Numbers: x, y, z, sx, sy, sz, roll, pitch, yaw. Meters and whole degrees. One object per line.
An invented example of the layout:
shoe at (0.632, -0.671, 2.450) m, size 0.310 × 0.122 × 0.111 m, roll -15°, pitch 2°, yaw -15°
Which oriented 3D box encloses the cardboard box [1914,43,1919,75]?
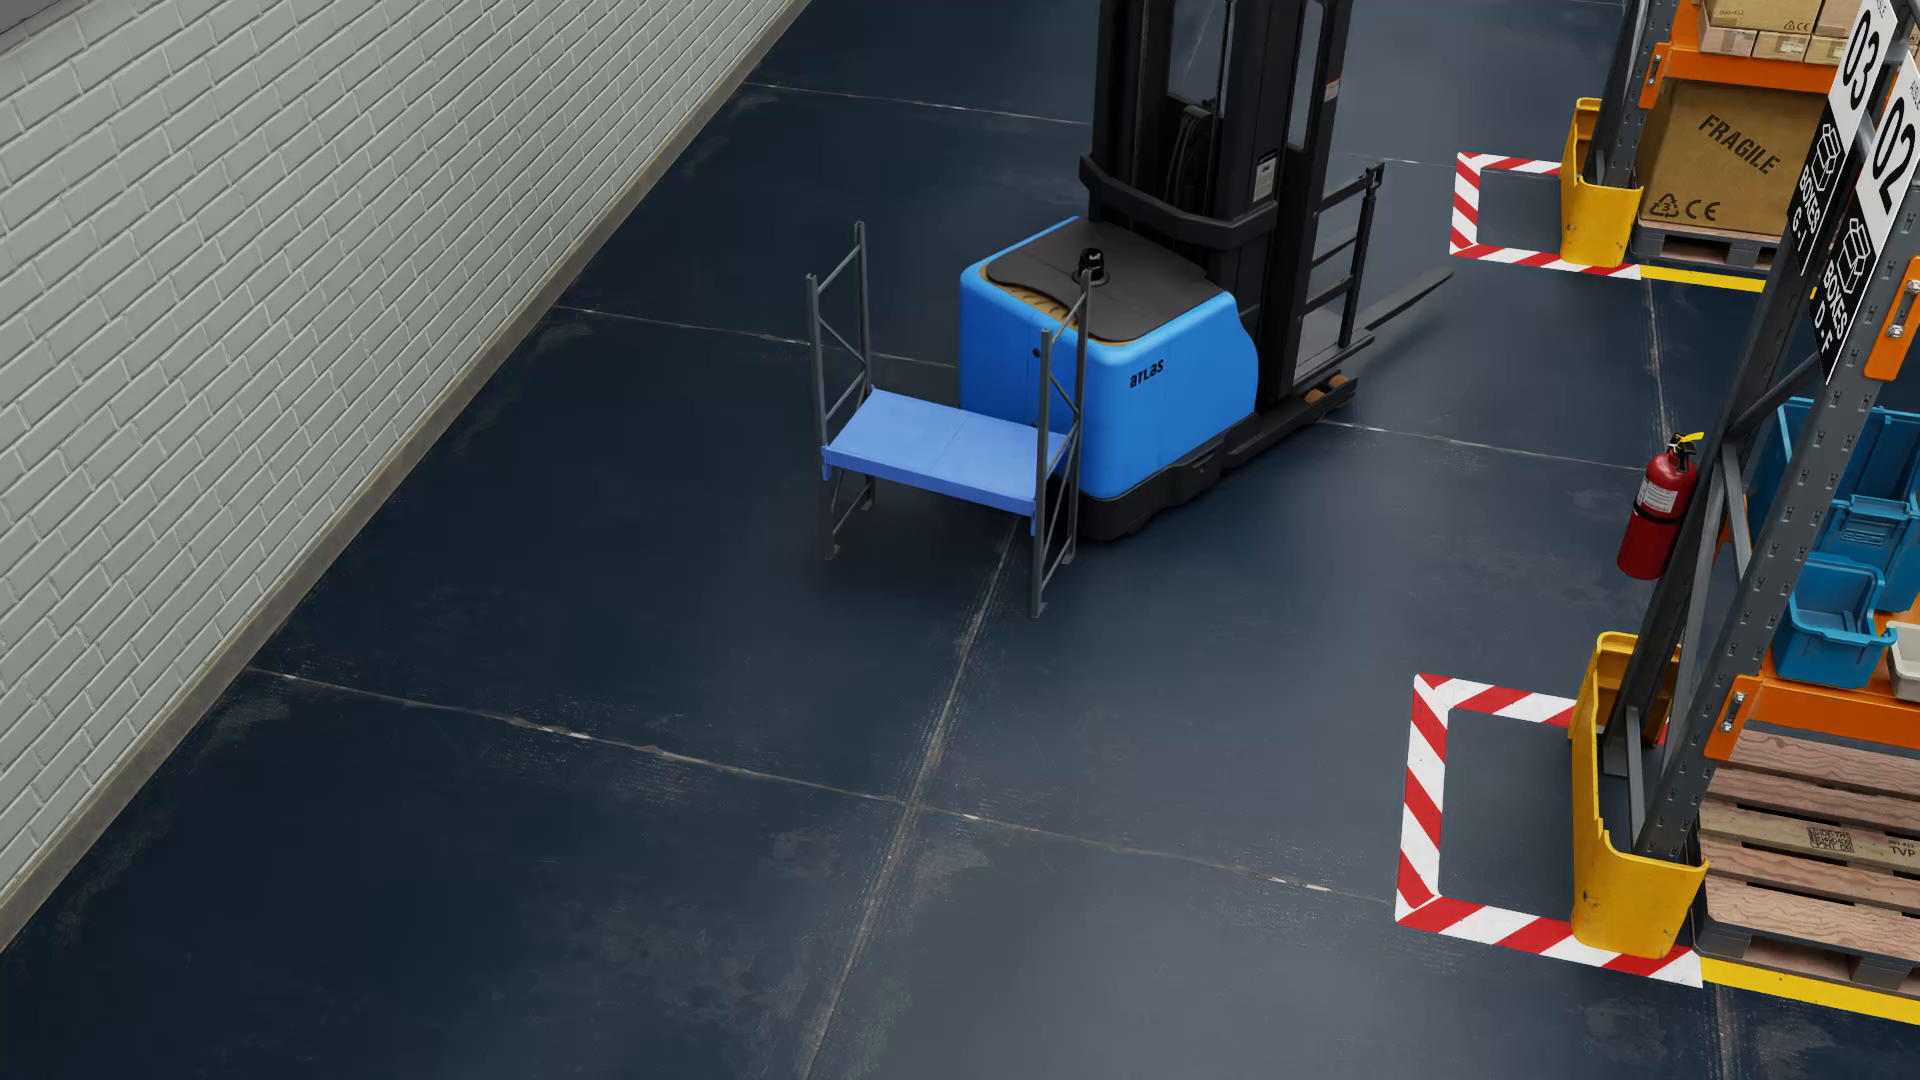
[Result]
cardboard box at (5.094, -2.573, 8.701) m, size 0.250 × 0.149 × 0.380 m, roll 9°, pitch 41°, yaw 11°

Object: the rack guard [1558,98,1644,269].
rack guard at (3.820, -2.149, 9.945) m, size 0.348 × 0.500 × 1.175 m, roll 10°, pitch 41°, yaw 11°

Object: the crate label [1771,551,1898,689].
crate label at (2.716, 0.261, 5.215) m, size 0.303 × 0.233 × 0.416 m, roll 10°, pitch 41°, yaw 11°

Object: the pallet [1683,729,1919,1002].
pallet at (3.349, 1.204, 6.177) m, size 1.213 × 0.211 × 1.003 m, roll 10°, pitch 41°, yaw 11°

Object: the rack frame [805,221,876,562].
rack frame at (-0.514, -0.627, 7.355) m, size 0.032 × 1.500 × 0.500 m, roll 15°, pitch 42°, yaw 17°

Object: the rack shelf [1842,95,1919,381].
rack shelf at (4.494, -0.566, 4.343) m, size 4.000 × 0.370 × 1.077 m, roll 10°, pitch 41°, yaw 11°

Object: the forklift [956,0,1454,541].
forklift at (1.404, -1.943, 7.809) m, size 3.031 × 2.935 × 1.130 m, roll -31°, pitch 49°, yaw -31°

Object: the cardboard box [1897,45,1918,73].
cardboard box at (4.848, -2.616, 8.752) m, size 0.250 × 0.149 × 0.380 m, roll 9°, pitch 41°, yaw 11°

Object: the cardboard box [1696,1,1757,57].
cardboard box at (4.100, -2.742, 8.903) m, size 0.250 × 0.149 × 0.380 m, roll 10°, pitch 41°, yaw 12°

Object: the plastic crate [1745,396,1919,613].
plastic crate at (2.934, -0.122, 5.514) m, size 0.499 × 0.435 × 0.616 m, roll 10°, pitch 41°, yaw 11°

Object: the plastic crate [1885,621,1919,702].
plastic crate at (3.004, 0.403, 5.121) m, size 0.298 × 0.136 × 0.250 m, roll 10°, pitch 41°, yaw 11°

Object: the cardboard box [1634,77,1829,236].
cardboard box at (4.482, -2.393, 9.617) m, size 0.875 × 0.875 × 0.875 m, roll 10°, pitch 41°, yaw 11°

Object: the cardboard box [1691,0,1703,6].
cardboard box at (4.272, -3.152, 9.390) m, size 0.250 × 0.149 × 0.380 m, roll 11°, pitch 41°, yaw 12°

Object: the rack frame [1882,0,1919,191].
rack frame at (2.562, -2.323, 3.543) m, size 0.127 × 3.000 × 1.000 m, roll 10°, pitch 41°, yaw 11°

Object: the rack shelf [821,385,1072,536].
rack shelf at (-0.045, -0.363, 7.321) m, size 1.000 × 0.185 × 0.538 m, roll 15°, pitch 42°, yaw 17°

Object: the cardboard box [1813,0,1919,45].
cardboard box at (4.741, -2.829, 8.696) m, size 0.500 × 0.250 × 0.500 m, roll 9°, pitch 41°, yaw 11°

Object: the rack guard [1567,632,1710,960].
rack guard at (2.536, 0.936, 6.272) m, size 0.348 × 0.500 × 1.175 m, roll 10°, pitch 41°, yaw 11°

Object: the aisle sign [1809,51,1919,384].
aisle sign at (2.416, -0.848, 4.431) m, size 0.004 × 0.787 × 0.394 m, roll 10°, pitch 41°, yaw 11°

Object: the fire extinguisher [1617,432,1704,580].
fire extinguisher at (2.534, -0.160, 5.983) m, size 0.183 × 0.674 × 0.296 m, roll 10°, pitch 41°, yaw 11°

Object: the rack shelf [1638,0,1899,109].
rack shelf at (5.775, -2.495, 8.972) m, size 4.000 × 0.370 × 1.077 m, roll 10°, pitch 41°, yaw 11°

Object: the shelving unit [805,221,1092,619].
shelving unit at (-0.045, -0.501, 7.205) m, size 1.048 × 1.500 × 0.538 m, roll 15°, pitch 42°, yaw 17°

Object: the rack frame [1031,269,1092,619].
rack frame at (0.424, -0.375, 7.055) m, size 0.032 × 1.500 × 0.500 m, roll 15°, pitch 42°, yaw 17°

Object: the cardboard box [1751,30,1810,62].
cardboard box at (4.349, -2.701, 8.853) m, size 0.250 × 0.149 × 0.380 m, roll 9°, pitch 41°, yaw 11°

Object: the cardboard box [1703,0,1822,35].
cardboard box at (4.237, -2.912, 8.794) m, size 0.500 × 0.250 × 0.500 m, roll 9°, pitch 41°, yaw 10°

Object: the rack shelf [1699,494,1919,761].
rack shelf at (4.494, 0.582, 5.308) m, size 4.000 × 0.370 × 1.077 m, roll 10°, pitch 41°, yaw 11°

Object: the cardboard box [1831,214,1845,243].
cardboard box at (5.361, -2.242, 9.437) m, size 0.875 × 0.875 × 0.875 m, roll 10°, pitch 41°, yaw 11°

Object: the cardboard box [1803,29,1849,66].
cardboard box at (4.596, -2.658, 8.803) m, size 0.250 × 0.149 × 0.380 m, roll 9°, pitch 41°, yaw 10°

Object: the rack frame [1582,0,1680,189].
rack frame at (3.843, -3.103, 9.136) m, size 0.127 × 3.000 × 1.000 m, roll 10°, pitch 41°, yaw 11°

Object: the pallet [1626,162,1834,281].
pallet at (4.635, -1.950, 9.933) m, size 1.213 × 0.211 × 1.003 m, roll 10°, pitch 41°, yaw 11°

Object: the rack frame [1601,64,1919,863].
rack frame at (2.562, -0.025, 5.473) m, size 0.127 × 3.000 × 1.000 m, roll 10°, pitch 41°, yaw 11°

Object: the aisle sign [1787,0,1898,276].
aisle sign at (2.569, -1.215, 4.867) m, size 0.004 × 0.787 × 0.394 m, roll 10°, pitch 41°, yaw 11°
